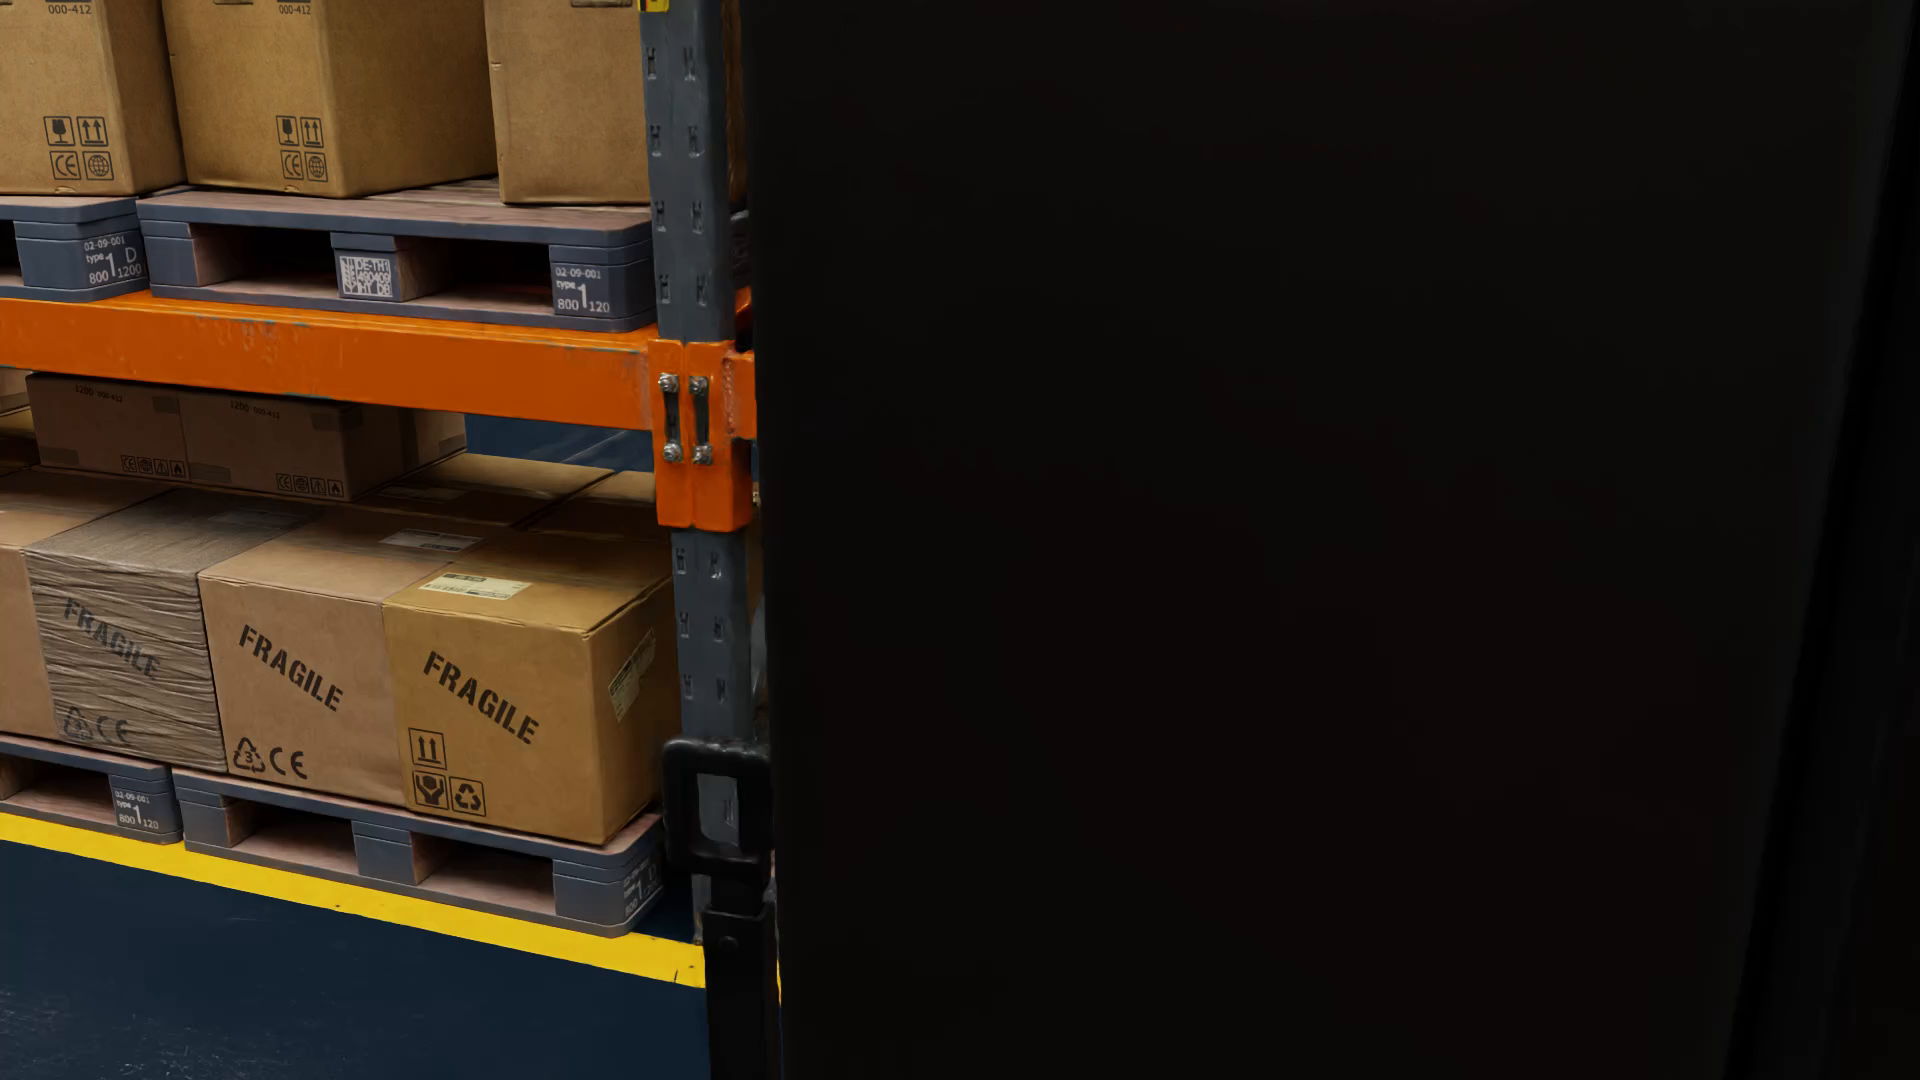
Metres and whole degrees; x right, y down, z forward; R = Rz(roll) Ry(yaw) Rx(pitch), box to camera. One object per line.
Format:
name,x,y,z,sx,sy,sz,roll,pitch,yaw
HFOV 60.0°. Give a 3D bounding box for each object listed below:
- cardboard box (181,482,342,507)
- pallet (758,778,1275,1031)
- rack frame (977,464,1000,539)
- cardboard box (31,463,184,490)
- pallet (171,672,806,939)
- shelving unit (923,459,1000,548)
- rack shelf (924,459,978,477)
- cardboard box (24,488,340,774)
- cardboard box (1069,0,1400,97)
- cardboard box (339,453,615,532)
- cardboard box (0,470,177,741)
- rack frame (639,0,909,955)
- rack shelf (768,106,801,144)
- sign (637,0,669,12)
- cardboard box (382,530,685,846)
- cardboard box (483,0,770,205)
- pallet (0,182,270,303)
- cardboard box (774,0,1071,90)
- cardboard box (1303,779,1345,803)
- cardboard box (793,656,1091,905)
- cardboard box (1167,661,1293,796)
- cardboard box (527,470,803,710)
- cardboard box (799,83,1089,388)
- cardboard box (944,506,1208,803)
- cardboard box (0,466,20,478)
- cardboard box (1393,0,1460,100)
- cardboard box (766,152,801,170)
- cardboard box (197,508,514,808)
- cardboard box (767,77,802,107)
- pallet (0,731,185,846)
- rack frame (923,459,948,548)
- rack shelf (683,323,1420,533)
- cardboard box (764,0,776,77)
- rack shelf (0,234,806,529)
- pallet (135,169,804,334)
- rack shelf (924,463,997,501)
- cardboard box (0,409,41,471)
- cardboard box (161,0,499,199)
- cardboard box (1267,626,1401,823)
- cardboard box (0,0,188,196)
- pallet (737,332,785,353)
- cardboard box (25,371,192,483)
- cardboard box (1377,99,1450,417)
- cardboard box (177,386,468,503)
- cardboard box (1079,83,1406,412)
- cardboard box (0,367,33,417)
cardboard box,-1.706,0.039,4.535,0.500,0.500,0.500,7,20,19
pallet,0.297,0.697,3.757,1.213,0.211,1.003,7,20,18
rack frame,0.104,-0.413,5.894,0.006,0.900,0.240,7,20,18
cardboard box,-2.183,-0.015,4.692,0.500,0.500,0.500,6,20,16
pallet,-1.132,0.546,4.189,1.213,0.211,1.003,7,20,18
shelving unit,0.008,-0.424,5.926,0.210,0.900,0.258,7,20,18
rack shelf,0.008,-0.308,5.966,0.200,0.077,0.258,7,20,18
cardboard box,-1.850,0.203,4.065,0.500,0.500,0.500,7,20,19
cardboard box,0.489,-1.020,2.774,0.500,0.500,0.500,6,20,16
cardboard box,-1.236,0.096,4.373,0.500,0.500,0.500,7,20,19
cardboard box,-2.331,0.149,4.220,0.500,0.500,0.500,6,20,16
rack frame,-0.352,-0.695,3.512,0.127,3.000,1.000,7,20,18
rack shelf,-0.619,-2.112,8.670,4.000,0.370,1.077,7,20,18
sign,-0.530,-1.068,2.825,0.005,0.325,0.100,7,20,18
cardboard box,-0.912,0.314,3.748,0.500,0.500,0.500,6,20,18
cardboard box,-0.726,-1.061,3.773,0.500,0.500,0.700,0,19,0
pallet,-2.292,-0.827,4.184,1.213,0.211,1.003,7,20,18
cardboard box,0.001,-1.076,2.934,0.500,0.500,0.500,7,20,19
cardboard box,0.794,0.638,3.324,0.250,0.166,0.380,7,20,18
cardboard box,-0.026,0.480,3.559,0.500,0.311,0.500,7,20,18
cardboard box,0.654,0.439,3.922,0.250,0.149,0.380,7,20,18
cardboard box,-0.729,0.150,4.218,0.500,0.500,0.500,6,20,16
cardboard box,0.040,-0.602,3.094,0.500,0.500,0.500,7,20,19
cardboard box,0.280,0.251,3.927,0.500,0.500,0.500,7,20,18
cardboard box,-2.825,0.094,4.377,0.500,0.500,0.500,6,20,17
cardboard box,0.974,-0.964,2.615,0.500,0.500,0.500,6,20,16
cardboard box,-1.031,-1.634,8.834,0.750,0.750,0.750,6,20,18
cardboard box,-1.376,0.258,3.909,0.500,0.500,0.500,7,20,18
cardboard box,-0.820,-2.288,8.435,0.250,0.149,0.380,7,20,18
pallet,-2.289,0.415,4.566,1.213,0.211,1.003,7,20,18
rack frame,-0.088,-0.435,5.957,0.006,0.900,0.240,7,20,18
rack shelf,1.538,-0.139,3.010,4.000,0.370,1.077,7,20,18
cardboard box,-0.679,-2.565,8.244,0.500,0.500,0.500,7,20,20
rack shelf,-2.241,-0.571,4.250,4.000,0.370,1.077,7,20,18
pallet,-1.071,-0.724,3.888,1.213,0.211,1.003,7,20,18
rack shelf,0.008,-0.223,5.996,0.200,0.077,0.258,7,20,18
cardboard box,-2.681,-0.070,4.849,0.500,0.500,0.500,6,20,16
cardboard box,-1.396,-1.115,3.929,0.500,0.500,0.700,10,22,27
cardboard box,0.988,0.422,3.726,0.500,0.311,0.500,7,20,18
cardboard box,-2.041,-1.112,3.919,0.500,0.500,0.700,1,19,4
pallet,-0.639,-1.110,8.939,1.213,0.211,1.003,7,20,18
cardboard box,-2.147,-0.366,4.560,0.500,0.250,0.500,6,20,17
cardboard box,0.997,-0.493,2.782,0.500,0.500,0.500,6,20,18
cardboard box,-1.673,-0.312,4.405,0.500,0.250,0.500,7,20,18
cardboard box,0.525,-0.548,2.939,0.500,0.500,0.500,7,20,19
cardboard box,-3.115,-0.475,4.873,0.500,0.250,0.500,7,21,20
